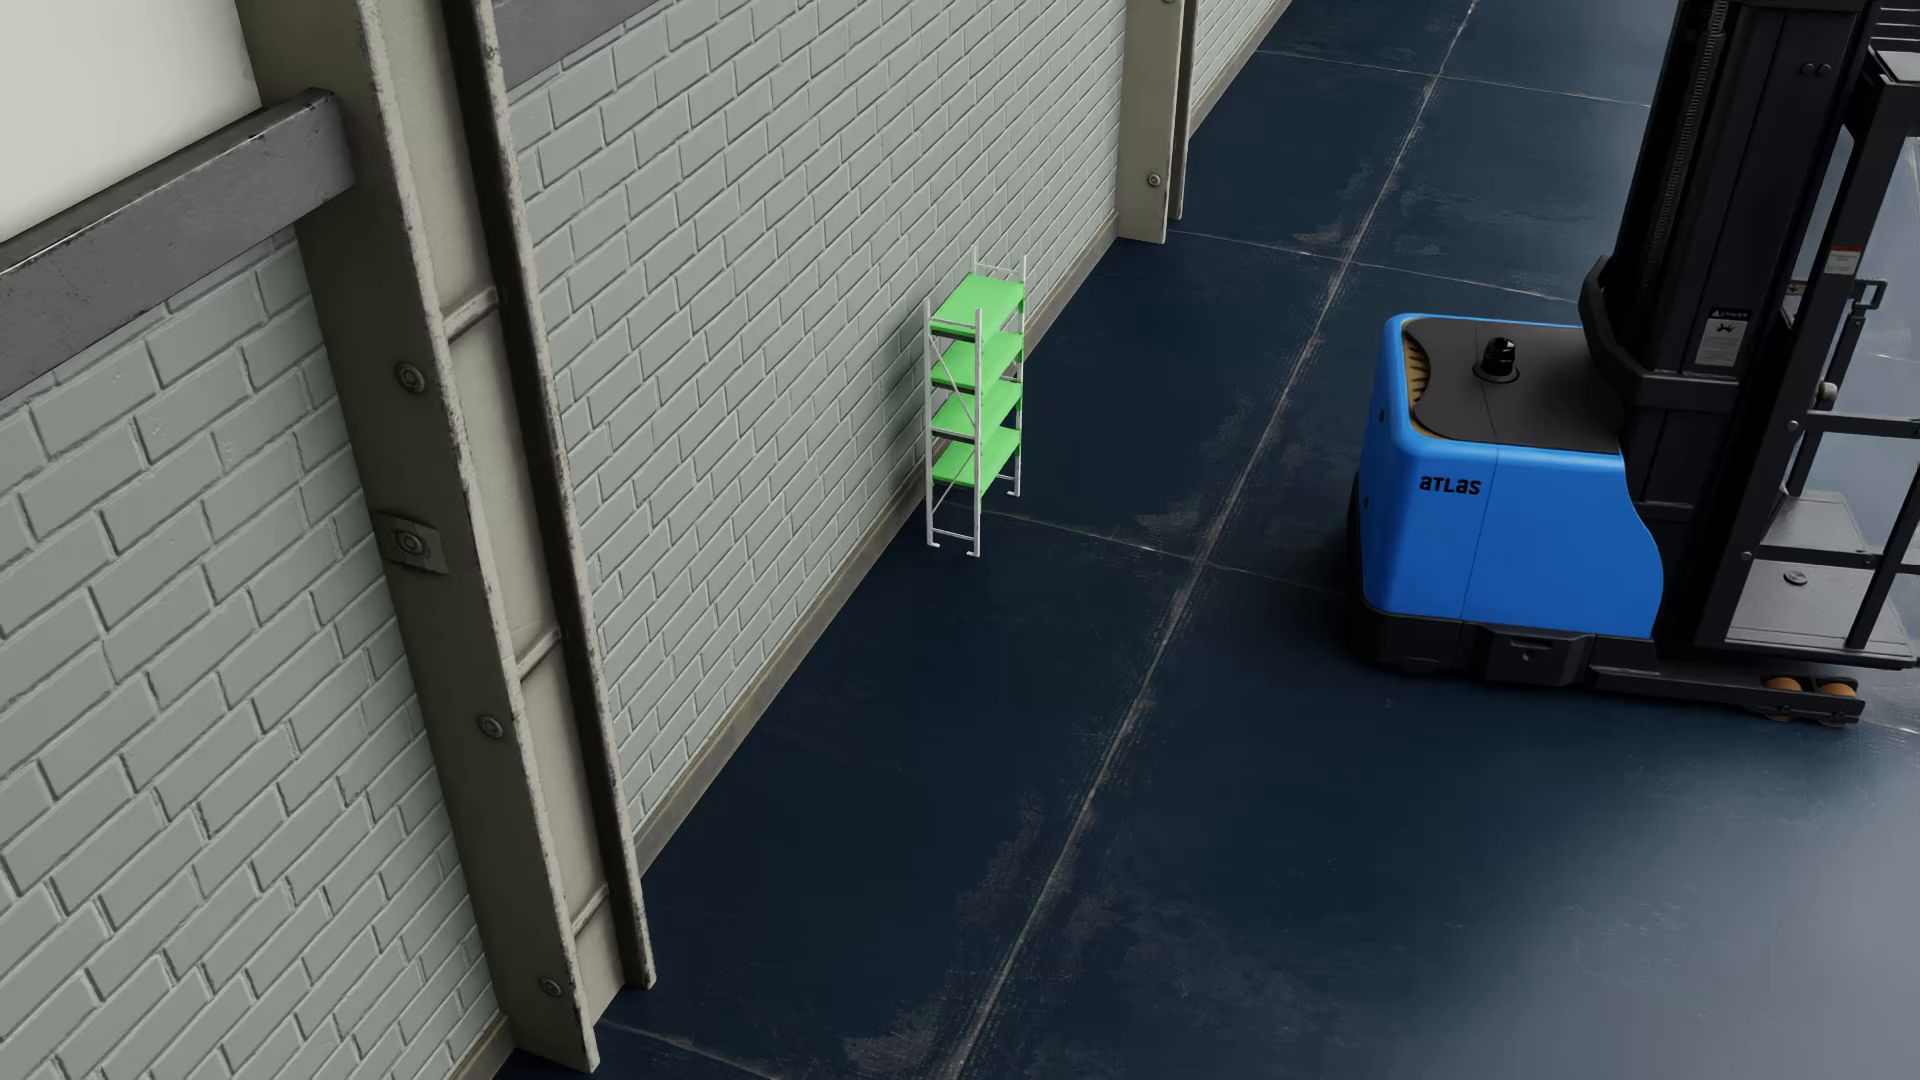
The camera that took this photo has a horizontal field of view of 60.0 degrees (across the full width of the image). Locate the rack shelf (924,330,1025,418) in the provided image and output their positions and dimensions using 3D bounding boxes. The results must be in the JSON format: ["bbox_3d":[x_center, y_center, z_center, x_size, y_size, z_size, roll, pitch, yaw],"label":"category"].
[{"bbox_3d":[0.063,-0.713,6.908,0.258,0.148,0.480,14,39,18],"label":"rack shelf"}]

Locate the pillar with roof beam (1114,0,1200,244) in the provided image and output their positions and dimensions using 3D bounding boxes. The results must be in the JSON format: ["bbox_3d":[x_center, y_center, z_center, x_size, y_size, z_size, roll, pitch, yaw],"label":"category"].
[{"bbox_3d":[5.072,-4.461,5.702,9.100,9.000,0.400,14,39,18],"label":"pillar with roof beam"}]

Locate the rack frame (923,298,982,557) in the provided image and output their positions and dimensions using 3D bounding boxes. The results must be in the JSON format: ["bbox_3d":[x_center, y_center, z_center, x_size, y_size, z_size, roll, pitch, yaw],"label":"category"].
[{"bbox_3d":[-0.030,-0.437,6.833,0.240,1.200,0.015,14,39,18],"label":"rack frame"}]

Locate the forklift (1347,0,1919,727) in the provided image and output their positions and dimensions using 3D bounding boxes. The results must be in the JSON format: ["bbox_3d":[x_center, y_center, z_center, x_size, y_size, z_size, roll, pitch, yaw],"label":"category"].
[{"bbox_3d":[3.114,-0.811,5.887,3.031,2.935,1.130,6,37,7],"label":"forklift"}]

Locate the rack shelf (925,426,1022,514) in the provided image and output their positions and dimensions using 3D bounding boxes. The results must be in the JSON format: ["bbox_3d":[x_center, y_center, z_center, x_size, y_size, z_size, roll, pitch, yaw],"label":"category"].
[{"bbox_3d":[0.063,-0.329,7.195,0.258,0.148,0.480,14,39,18],"label":"rack shelf"}]

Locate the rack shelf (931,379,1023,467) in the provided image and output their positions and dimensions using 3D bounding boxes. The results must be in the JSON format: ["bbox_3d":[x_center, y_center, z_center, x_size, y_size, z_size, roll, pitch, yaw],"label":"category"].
[{"bbox_3d":[0.063,-0.521,7.052,0.258,0.148,0.480,14,39,18],"label":"rack shelf"}]

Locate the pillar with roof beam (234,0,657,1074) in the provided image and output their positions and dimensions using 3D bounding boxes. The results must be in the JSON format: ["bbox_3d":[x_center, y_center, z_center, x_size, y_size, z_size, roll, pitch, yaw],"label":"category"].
[{"bbox_3d":[2.789,-1.139,1.257,9.100,9.000,0.400,14,39,18],"label":"pillar with roof beam"}]

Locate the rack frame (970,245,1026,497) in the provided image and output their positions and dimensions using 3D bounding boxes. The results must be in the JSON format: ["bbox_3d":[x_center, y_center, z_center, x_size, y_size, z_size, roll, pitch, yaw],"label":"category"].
[{"bbox_3d":[0.156,-0.707,7.194,0.240,1.200,0.015,14,39,18],"label":"rack frame"}]

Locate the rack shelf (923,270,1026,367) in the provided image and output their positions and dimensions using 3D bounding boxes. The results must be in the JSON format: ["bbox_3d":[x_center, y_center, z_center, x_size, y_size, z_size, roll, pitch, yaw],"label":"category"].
[{"bbox_3d":[0.063,-0.906,6.764,0.258,0.148,0.480,14,39,18],"label":"rack shelf"}]

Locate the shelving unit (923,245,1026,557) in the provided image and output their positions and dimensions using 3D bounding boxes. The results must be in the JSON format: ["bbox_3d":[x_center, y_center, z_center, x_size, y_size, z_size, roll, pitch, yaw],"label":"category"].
[{"bbox_3d":[0.063,-0.572,7.013,0.258,1.200,0.503,14,39,18],"label":"shelving unit"}]
